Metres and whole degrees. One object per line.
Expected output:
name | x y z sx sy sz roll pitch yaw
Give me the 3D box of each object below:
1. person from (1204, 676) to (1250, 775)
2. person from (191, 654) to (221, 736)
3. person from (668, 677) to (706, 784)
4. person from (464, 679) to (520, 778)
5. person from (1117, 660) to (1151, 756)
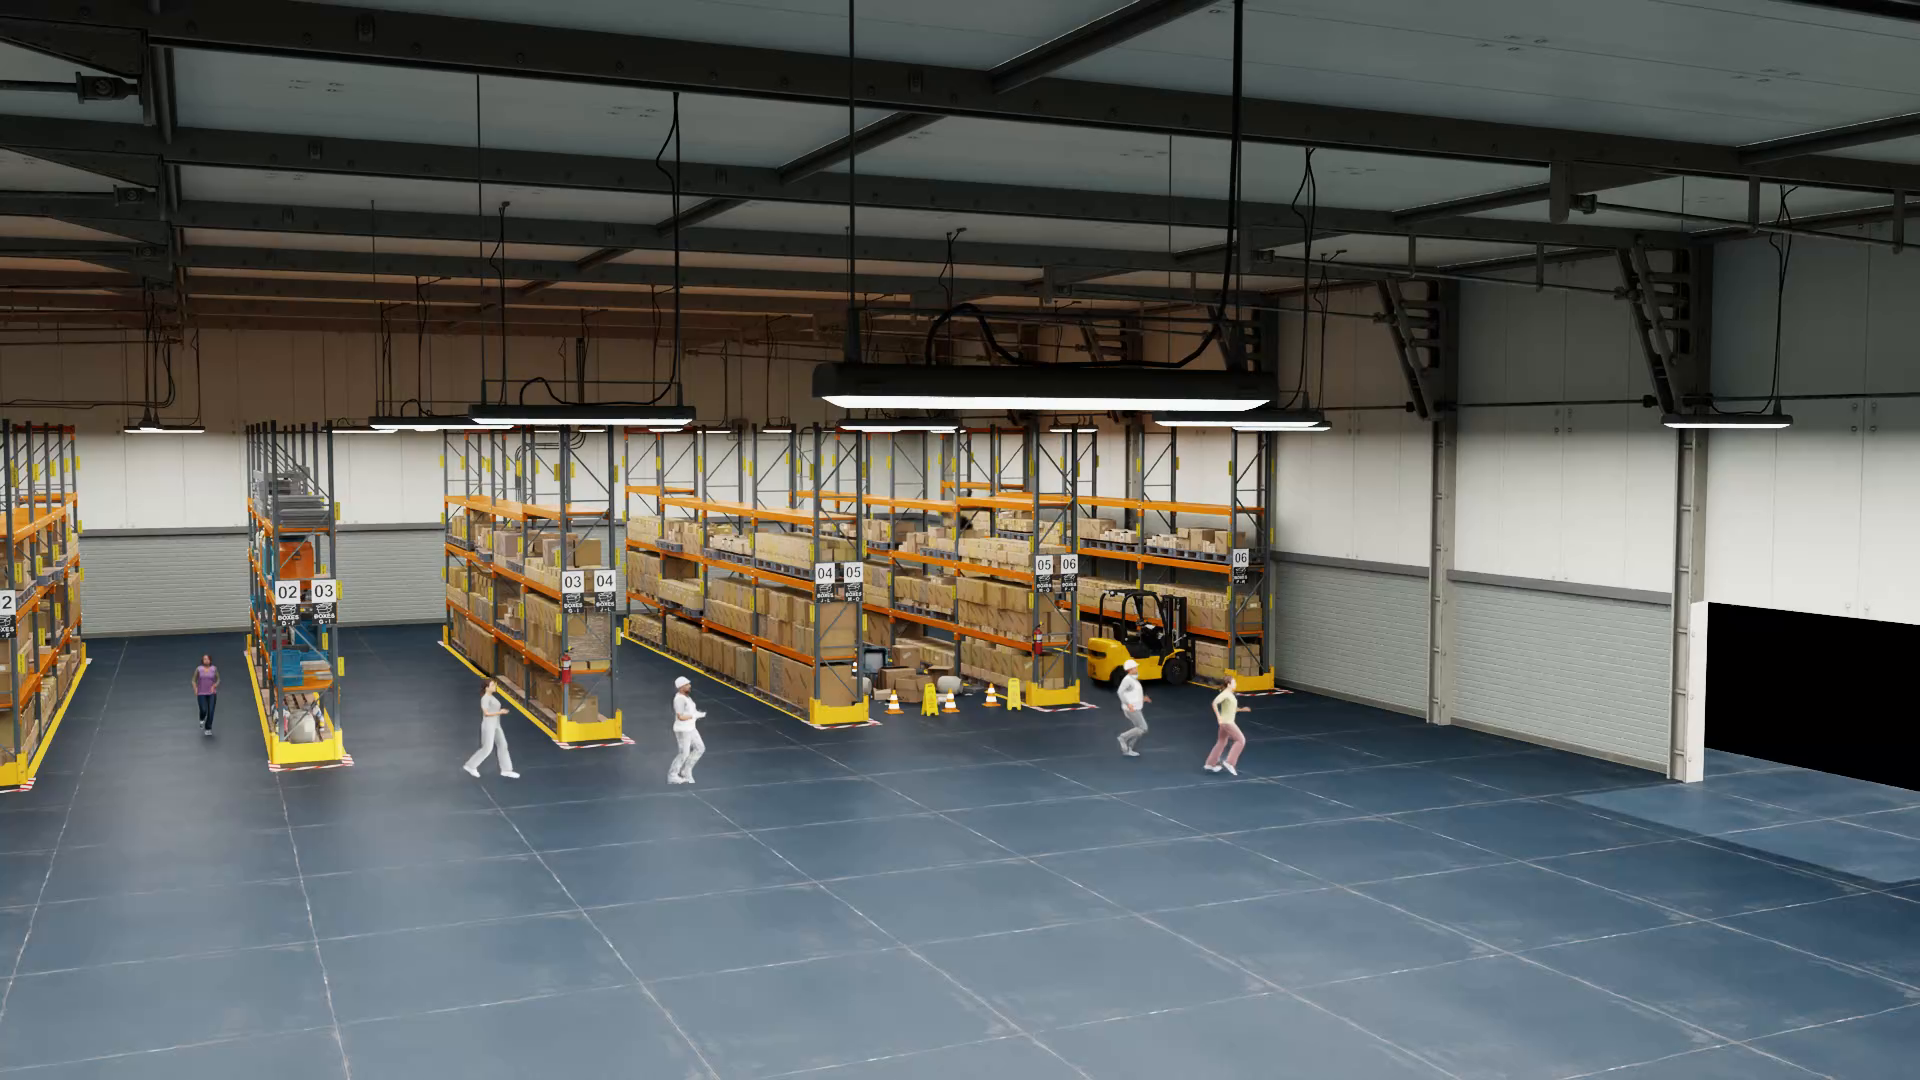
person | 4.527 3.131 28.115 0.759 1.687 0.541 1 4 8
person | -14.422 2.959 31.834 0.507 1.552 0.512 -2 4 -28
person | -4.454 3.136 27.244 0.667 1.803 0.657 0 4 6
person | -7.788 3.129 27.622 0.899 1.659 0.570 0 4 1
person | 3.119 3.001 29.695 0.569 1.728 0.652 1 4 17
